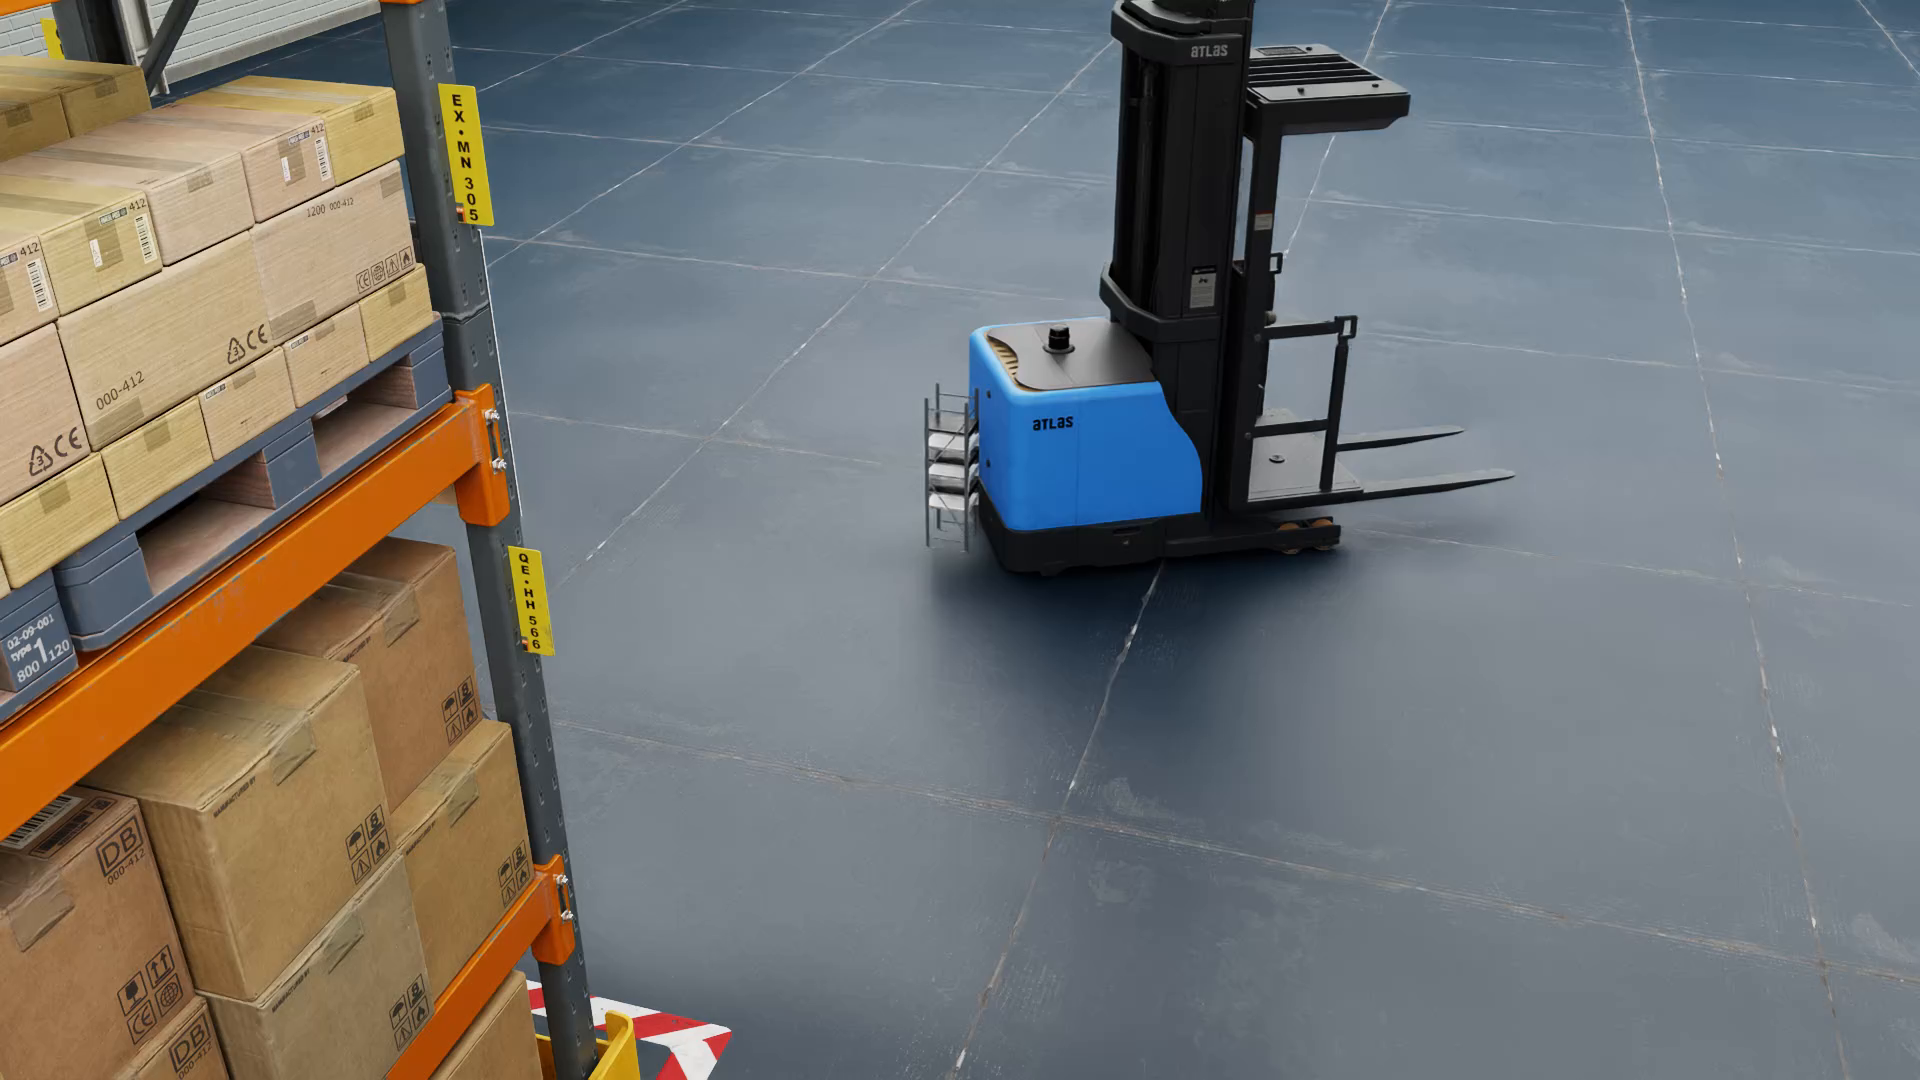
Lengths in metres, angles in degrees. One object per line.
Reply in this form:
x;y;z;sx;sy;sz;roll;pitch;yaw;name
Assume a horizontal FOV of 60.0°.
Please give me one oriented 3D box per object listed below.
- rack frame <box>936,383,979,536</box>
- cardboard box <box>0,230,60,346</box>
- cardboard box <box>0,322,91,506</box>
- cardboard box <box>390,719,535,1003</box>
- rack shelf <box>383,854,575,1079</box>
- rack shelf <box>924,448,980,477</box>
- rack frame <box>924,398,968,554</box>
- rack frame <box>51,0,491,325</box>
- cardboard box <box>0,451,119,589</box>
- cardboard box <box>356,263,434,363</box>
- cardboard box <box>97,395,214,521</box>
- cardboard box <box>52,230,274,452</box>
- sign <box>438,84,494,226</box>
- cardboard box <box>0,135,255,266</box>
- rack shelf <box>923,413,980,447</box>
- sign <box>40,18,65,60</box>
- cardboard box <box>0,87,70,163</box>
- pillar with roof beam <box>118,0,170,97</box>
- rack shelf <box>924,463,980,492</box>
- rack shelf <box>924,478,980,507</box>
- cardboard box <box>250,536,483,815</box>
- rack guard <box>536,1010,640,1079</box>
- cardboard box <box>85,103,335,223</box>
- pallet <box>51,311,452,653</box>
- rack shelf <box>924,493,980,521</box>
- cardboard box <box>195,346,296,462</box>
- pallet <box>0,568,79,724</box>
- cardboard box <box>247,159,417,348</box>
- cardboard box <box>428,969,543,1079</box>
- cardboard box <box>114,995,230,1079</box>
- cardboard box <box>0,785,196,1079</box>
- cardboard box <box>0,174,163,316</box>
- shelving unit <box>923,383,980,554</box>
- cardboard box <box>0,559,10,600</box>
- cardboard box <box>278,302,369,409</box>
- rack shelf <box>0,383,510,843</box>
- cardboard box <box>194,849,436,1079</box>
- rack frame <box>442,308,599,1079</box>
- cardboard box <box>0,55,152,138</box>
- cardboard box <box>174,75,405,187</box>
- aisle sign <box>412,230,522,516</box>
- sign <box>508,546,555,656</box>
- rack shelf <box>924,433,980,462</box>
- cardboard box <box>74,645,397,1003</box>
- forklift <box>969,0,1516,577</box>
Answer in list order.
-0.015;-0.431;9.100;0.240;0.900;0.006;8;30;14;rack frame
-1.733;-0.410;2.719;0.380;0.149;0.250;9;30;15;cardboard box
-1.832;-0.179;2.714;0.500;0.250;0.500;8;30;15;cardboard box
-1.725;0.804;4.565;0.875;0.550;0.550;8;30;15;cardboard box
-2.246;1.934;3.427;1.077;0.370;4.000;8;30;15;rack shelf
-0.043;-0.434;8.987;0.258;0.077;0.200;8;30;14;rack shelf
-0.072;-0.337;8.929;0.240;0.900;0.006;8;30;14;rack frame
-1.659;-1.931;3.465;1.000;3.000;0.127;8;30;15;rack frame
-1.732;-0.062;2.913;0.380;0.149;0.250;8;30;14;cardboard box
-1.433;-0.535;3.764;0.380;0.149;0.250;8;30;15;cardboard box
-1.657;-0.181;3.128;0.380;0.149;0.250;9;30;15;cardboard box
-1.683;-0.412;3.133;0.500;0.250;0.500;9;30;15;cardboard box
-1.145;-0.889;3.847;0.100;0.325;0.005;8;30;15;sign
-1.584;-0.646;3.144;0.380;0.149;0.250;9;30;16;cardboard box
-0.043;-0.591;8.900;0.258;0.077;0.200;8;30;14;rack shelf
-2.188;-1.119;4.110;0.100;0.325;0.005;8;30;15;sign
-2.136;-0.860;3.528;0.380;0.149;0.250;9;30;15;cardboard box
-4.595;-8.064;14.490;9.100;9.000;0.400;8;30;15;pillar with roof beam
-0.043;-0.355;9.031;0.258;0.077;0.200;8;30;14;rack shelf
-0.043;-0.276;9.075;0.258;0.077;0.200;8;30;14;rack shelf
-1.805;0.320;4.324;0.875;0.550;0.550;8;30;15;cardboard box
-1.652;1.772;5.551;1.175;0.500;0.348;8;30;15;rack guard
-1.508;-0.765;3.358;0.380;0.149;0.250;9;30;15;cardboard box
-1.867;-0.235;3.593;1.003;0.211;1.213;8;30;15;pallet
-0.043;-0.198;9.118;0.258;0.077;0.200;8;30;14;rack shelf
-1.582;-0.298;3.339;0.380;0.149;0.250;9;30;16;cardboard box
-2.223;0.334;2.571;1.003;0.211;1.213;8;30;15;pallet
-1.536;-0.645;3.551;0.500;0.250;0.500;9;30;16;cardboard box
-1.795;1.760;4.754;0.875;0.875;0.875;9;30;15;cardboard box
-2.150;1.305;3.664;0.875;0.550;0.550;8;30;15;cardboard box
-2.173;0.830;3.408;0.875;0.550;0.550;8;30;15;cardboard box
-1.658;-0.526;2.927;0.380;0.149;0.250;9;30;16;cardboard box
-0.043;-0.384;9.015;0.258;0.900;0.210;8;30;14;shelving unit
-1.806;0.056;2.703;0.380;0.149;0.250;9;30;15;cardboard box
-1.508;-0.418;3.554;0.380;0.149;0.250;9;30;15;cardboard box
-2.246;0.624;2.698;1.077;0.370;4.000;8;30;15;rack shelf
-1.865;1.063;4.100;0.875;0.550;0.550;8;30;15;cardboard box
-1.659;0.691;4.923;1.000;3.000;0.127;8;30;15;rack frame
-2.061;-0.976;3.738;0.380;0.149;0.250;9;30;15;cardboard box
-1.434;-0.881;3.566;0.380;0.149;0.250;9;30;15;cardboard box
-1.352;-0.436;4.273;0.394;0.787;0.004;8;30;15;aisle sign
-1.145;0.165;4.433;0.100;0.325;0.005;8;30;15;sign
-0.043;-0.512;8.943;0.258;0.077;0.200;8;30;14;rack shelf
-1.878;0.589;3.841;0.875;0.550;0.550;8;30;15;cardboard box
1.611;-1.448;8.838;3.031;2.935;1.130;-6;30;-11;forklift
